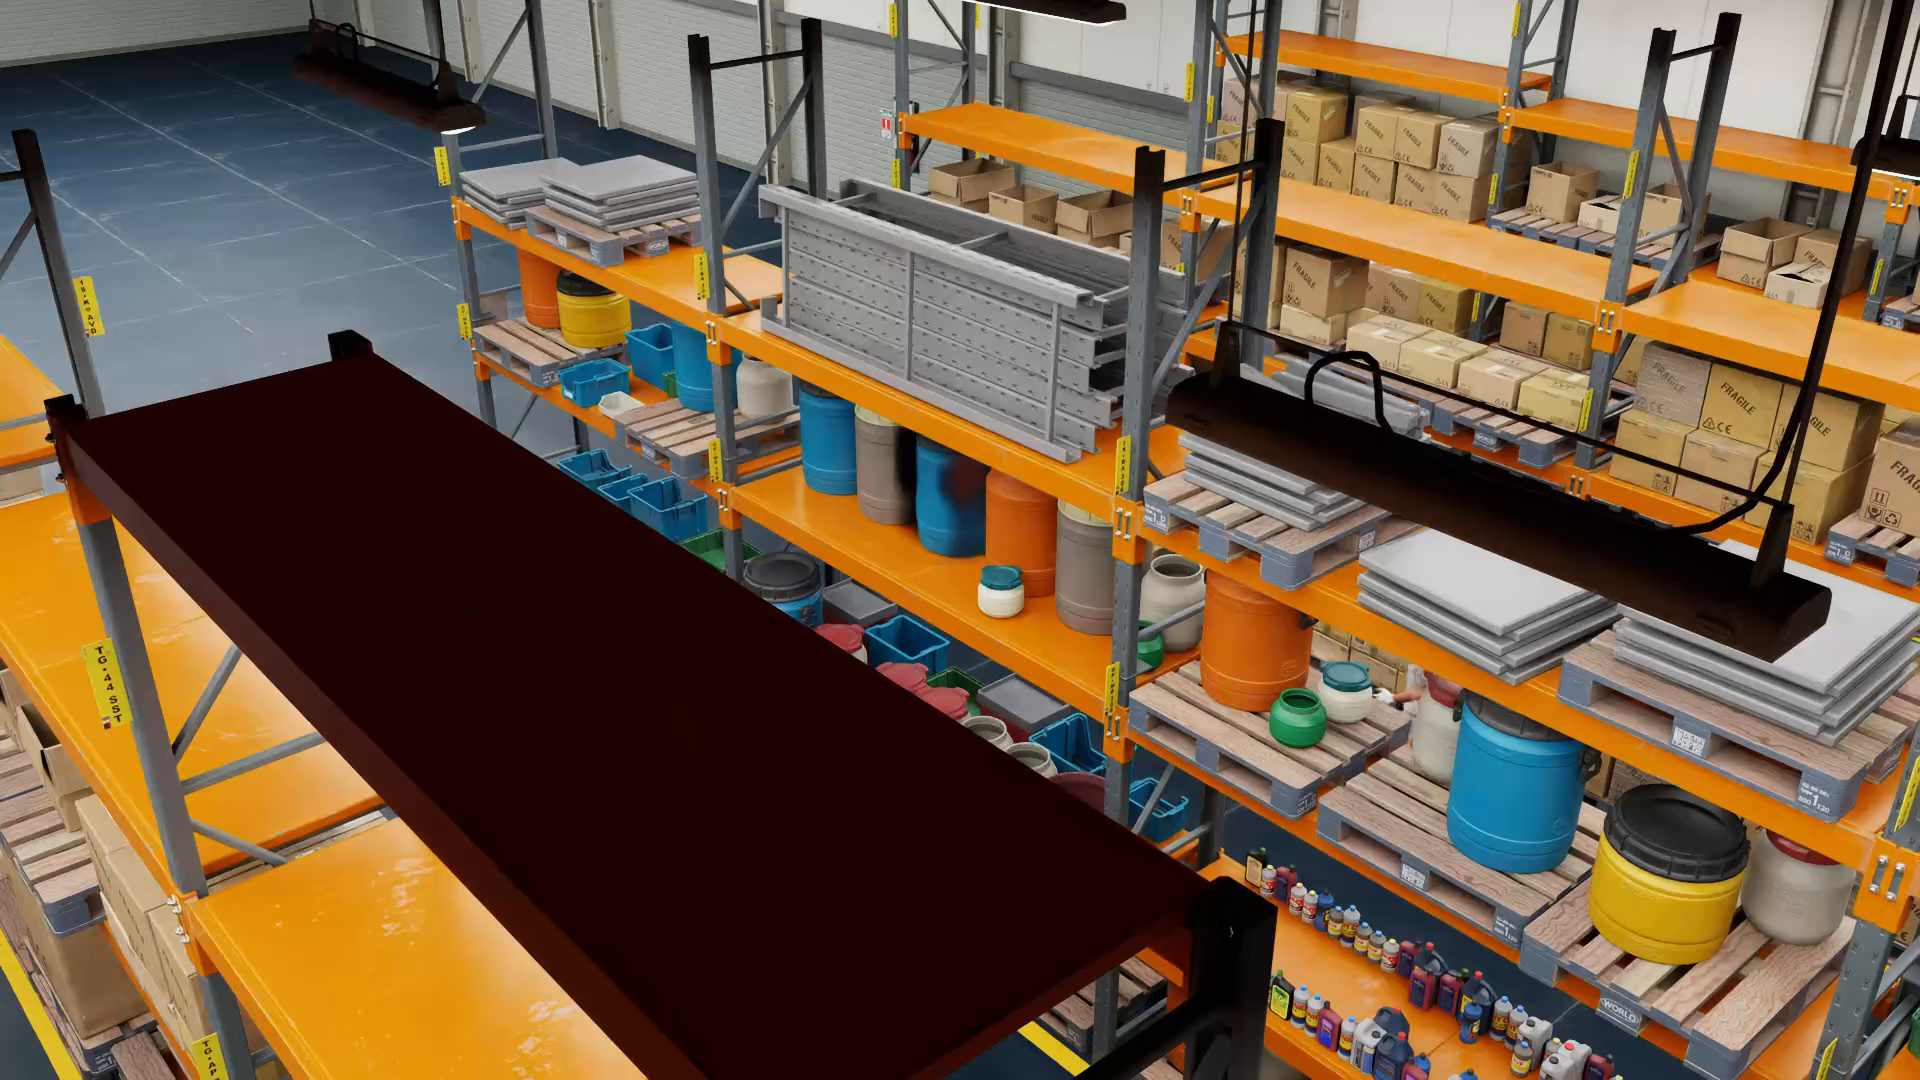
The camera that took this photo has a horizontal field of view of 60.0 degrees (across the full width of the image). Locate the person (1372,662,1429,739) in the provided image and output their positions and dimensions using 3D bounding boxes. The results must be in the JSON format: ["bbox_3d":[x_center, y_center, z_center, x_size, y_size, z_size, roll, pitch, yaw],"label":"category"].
[{"bbox_3d":[3.637,1.324,13.093,0.748,1.812,0.876,-21,34,-35],"label":"person"}]
